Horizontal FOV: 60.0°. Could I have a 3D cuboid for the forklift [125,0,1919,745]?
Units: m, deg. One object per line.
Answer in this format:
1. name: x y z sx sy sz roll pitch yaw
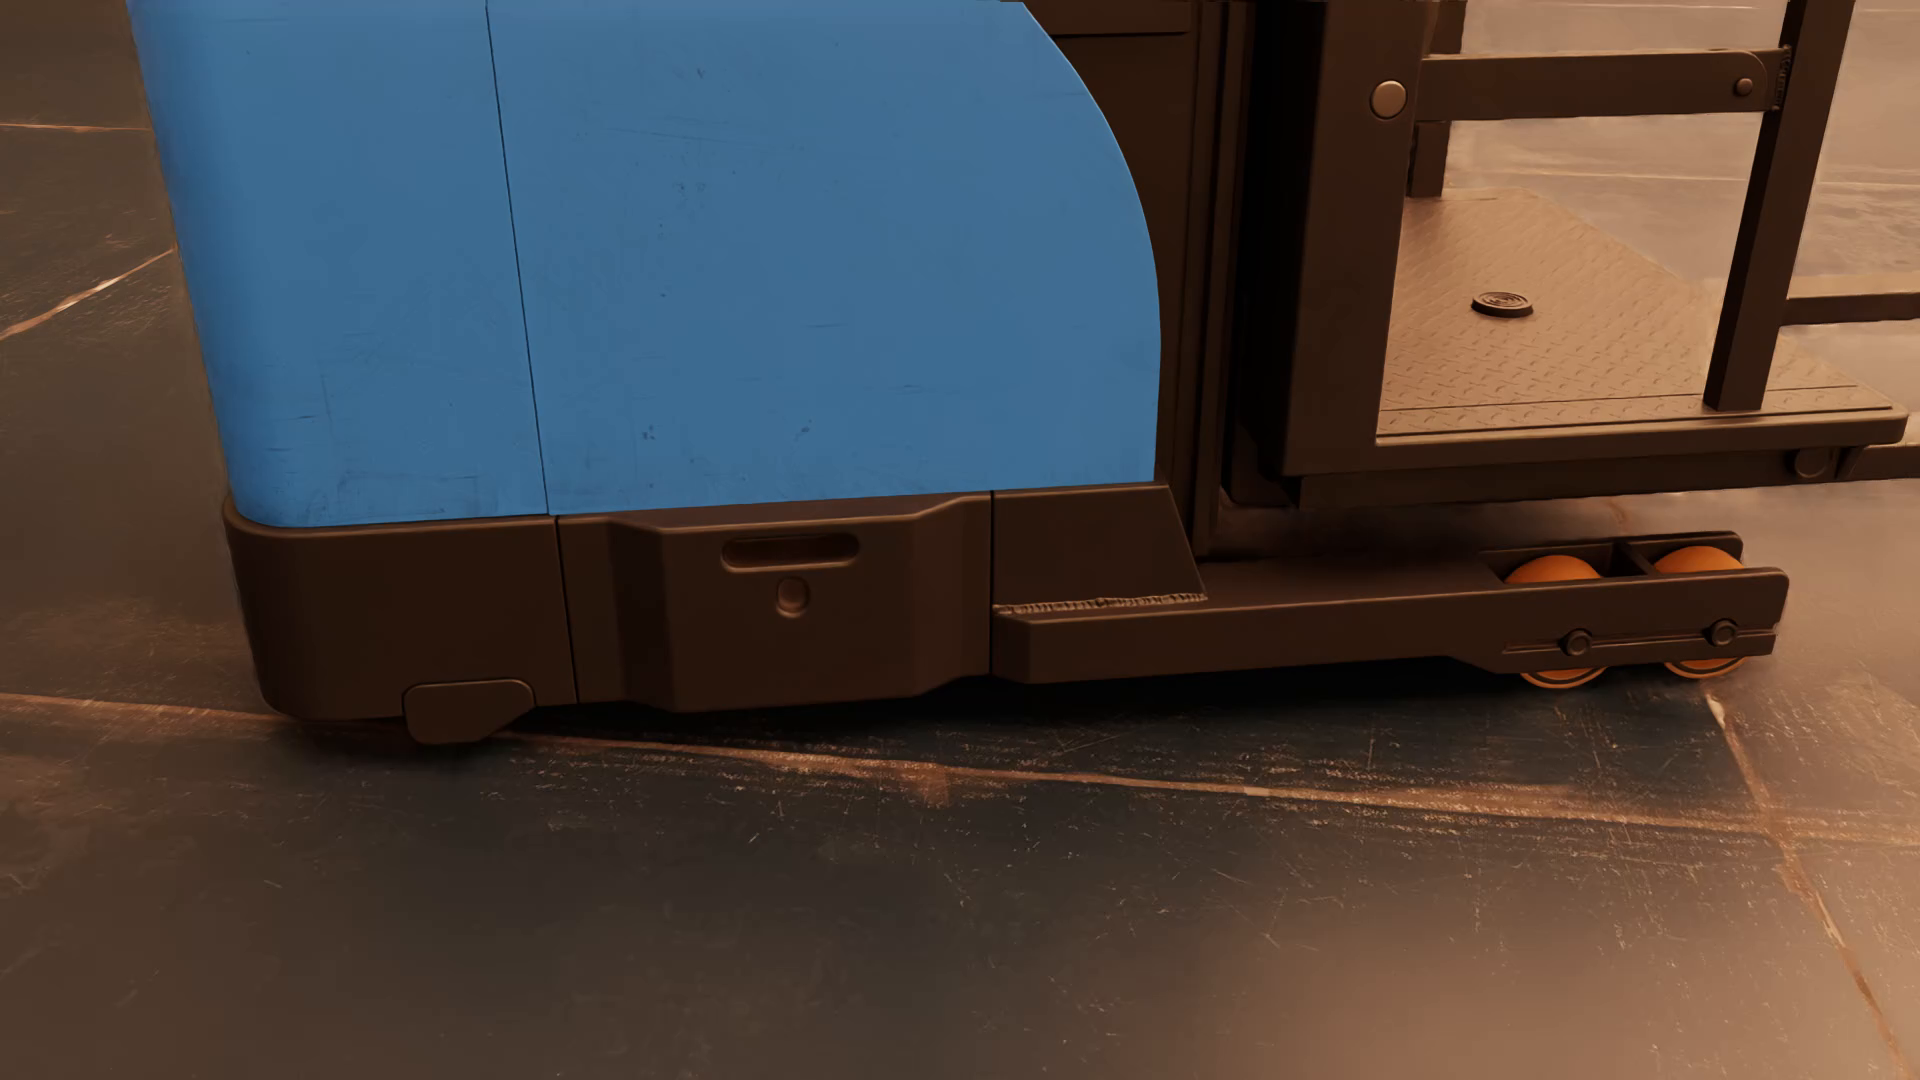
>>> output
1. forklift: 0.607 -1.353 1.930 3.031 2.935 1.130 -3 27 -7
